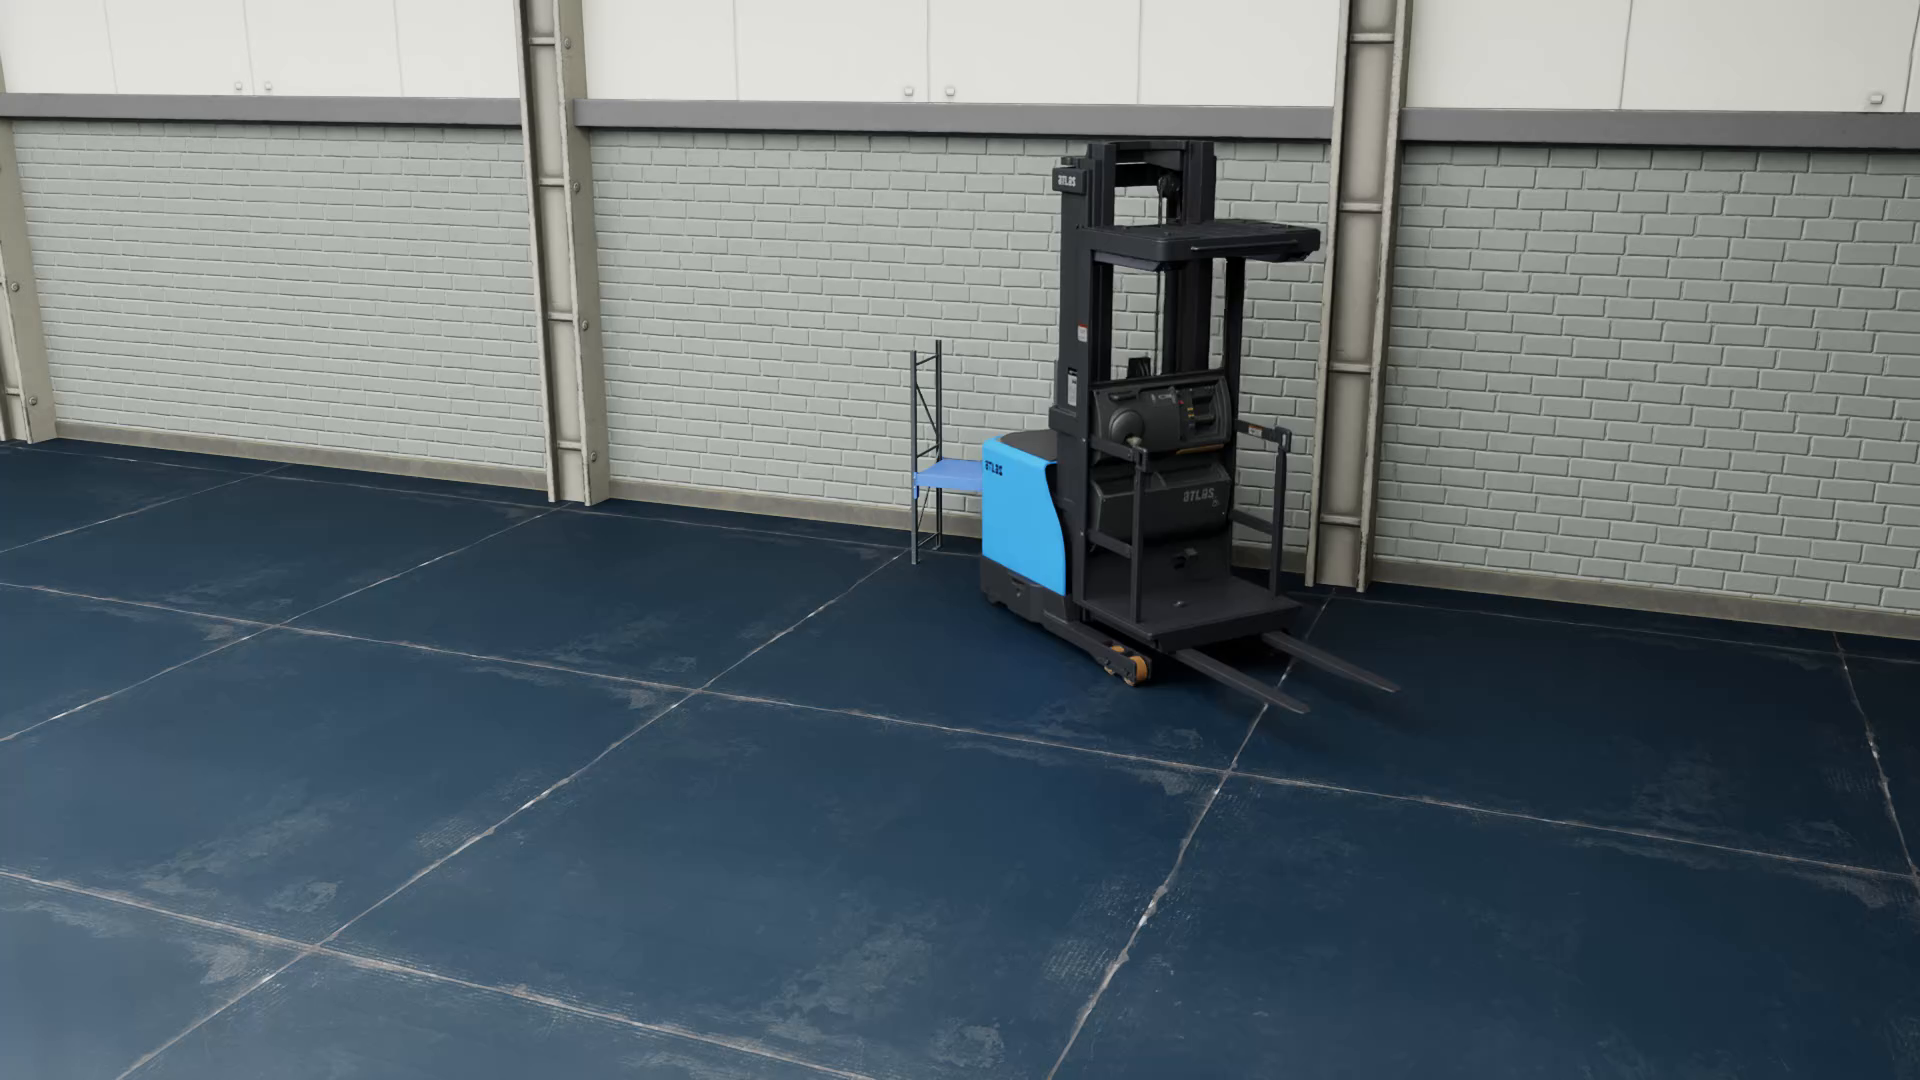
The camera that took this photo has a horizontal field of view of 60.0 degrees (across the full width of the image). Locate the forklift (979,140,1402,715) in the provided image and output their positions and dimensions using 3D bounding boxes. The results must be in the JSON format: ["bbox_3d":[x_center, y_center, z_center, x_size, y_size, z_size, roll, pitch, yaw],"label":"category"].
[{"bbox_3d":[1.282,-0.734,9.445,1.130,2.935,3.031,-9,18,-28],"label":"forklift"}]

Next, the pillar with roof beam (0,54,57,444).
[{"bbox_3d":[-10.198,-4.147,10.316,0.400,9.000,9.100,6,17,21],"label":"pillar with roof beam"}]

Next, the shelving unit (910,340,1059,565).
[{"bbox_3d":[0.242,-0.563,11.422,1.048,1.500,0.538,6,17,20],"label":"shelving unit"}]

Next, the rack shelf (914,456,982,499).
[{"bbox_3d":[0.242,-0.390,11.473,1.000,0.185,0.538,6,17,20],"label":"rack shelf"}]

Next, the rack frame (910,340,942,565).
[{"bbox_3d":[-0.232,-0.614,11.599,0.032,1.500,0.500,6,17,20],"label":"rack frame"}]

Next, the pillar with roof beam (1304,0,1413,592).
[{"bbox_3d":[0.965,-2.919,6.088,0.400,9.000,9.100,6,17,21],"label":"pillar with roof beam"}]

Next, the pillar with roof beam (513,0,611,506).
[{"bbox_3d":[-4.617,-3.533,8.202,0.400,9.000,9.100,6,17,21],"label":"pillar with roof beam"}]

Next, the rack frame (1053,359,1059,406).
[{"bbox_3d":[0.716,-0.512,11.246,0.032,1.500,0.500,6,17,20],"label":"rack frame"}]
